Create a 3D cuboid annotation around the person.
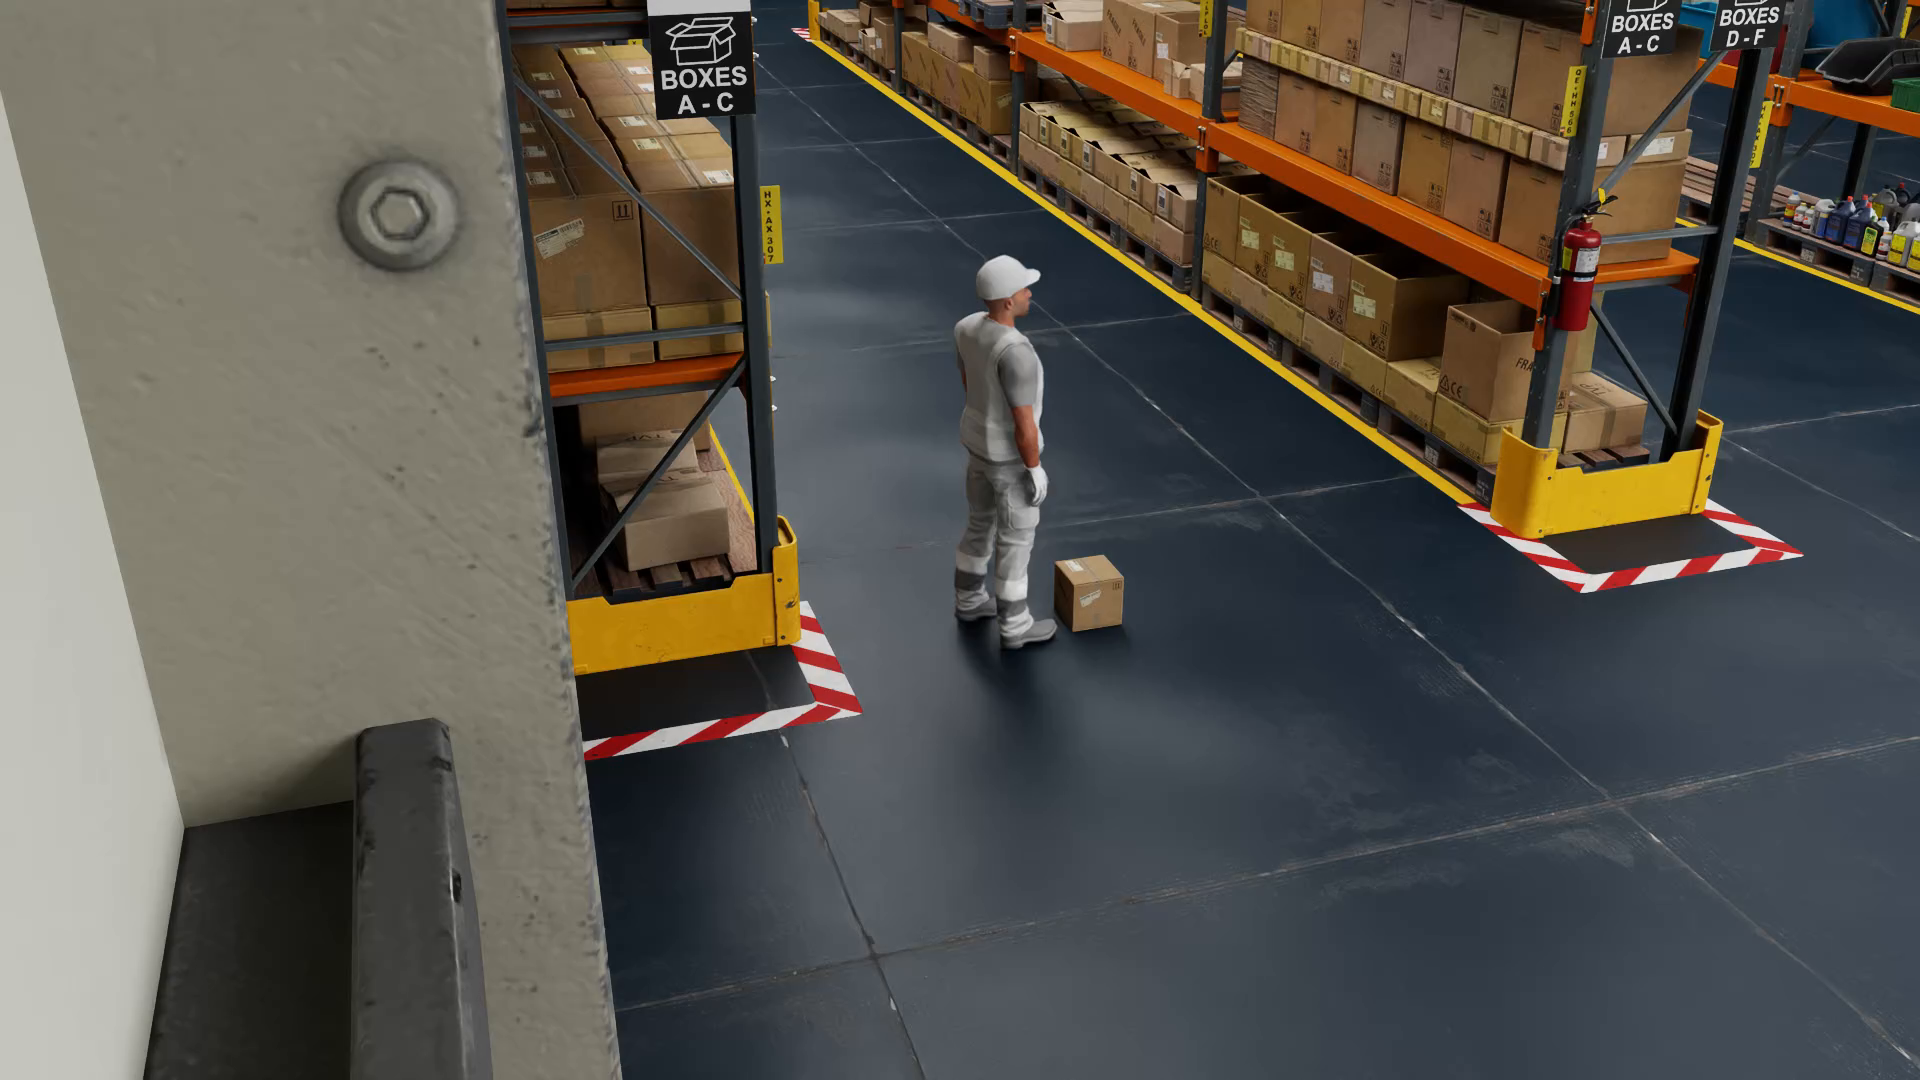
[{"bbox_3d":[0.219,-0.381,7.347,0.381,1.816,0.566,-14,29,-27],"label":"person"}]
